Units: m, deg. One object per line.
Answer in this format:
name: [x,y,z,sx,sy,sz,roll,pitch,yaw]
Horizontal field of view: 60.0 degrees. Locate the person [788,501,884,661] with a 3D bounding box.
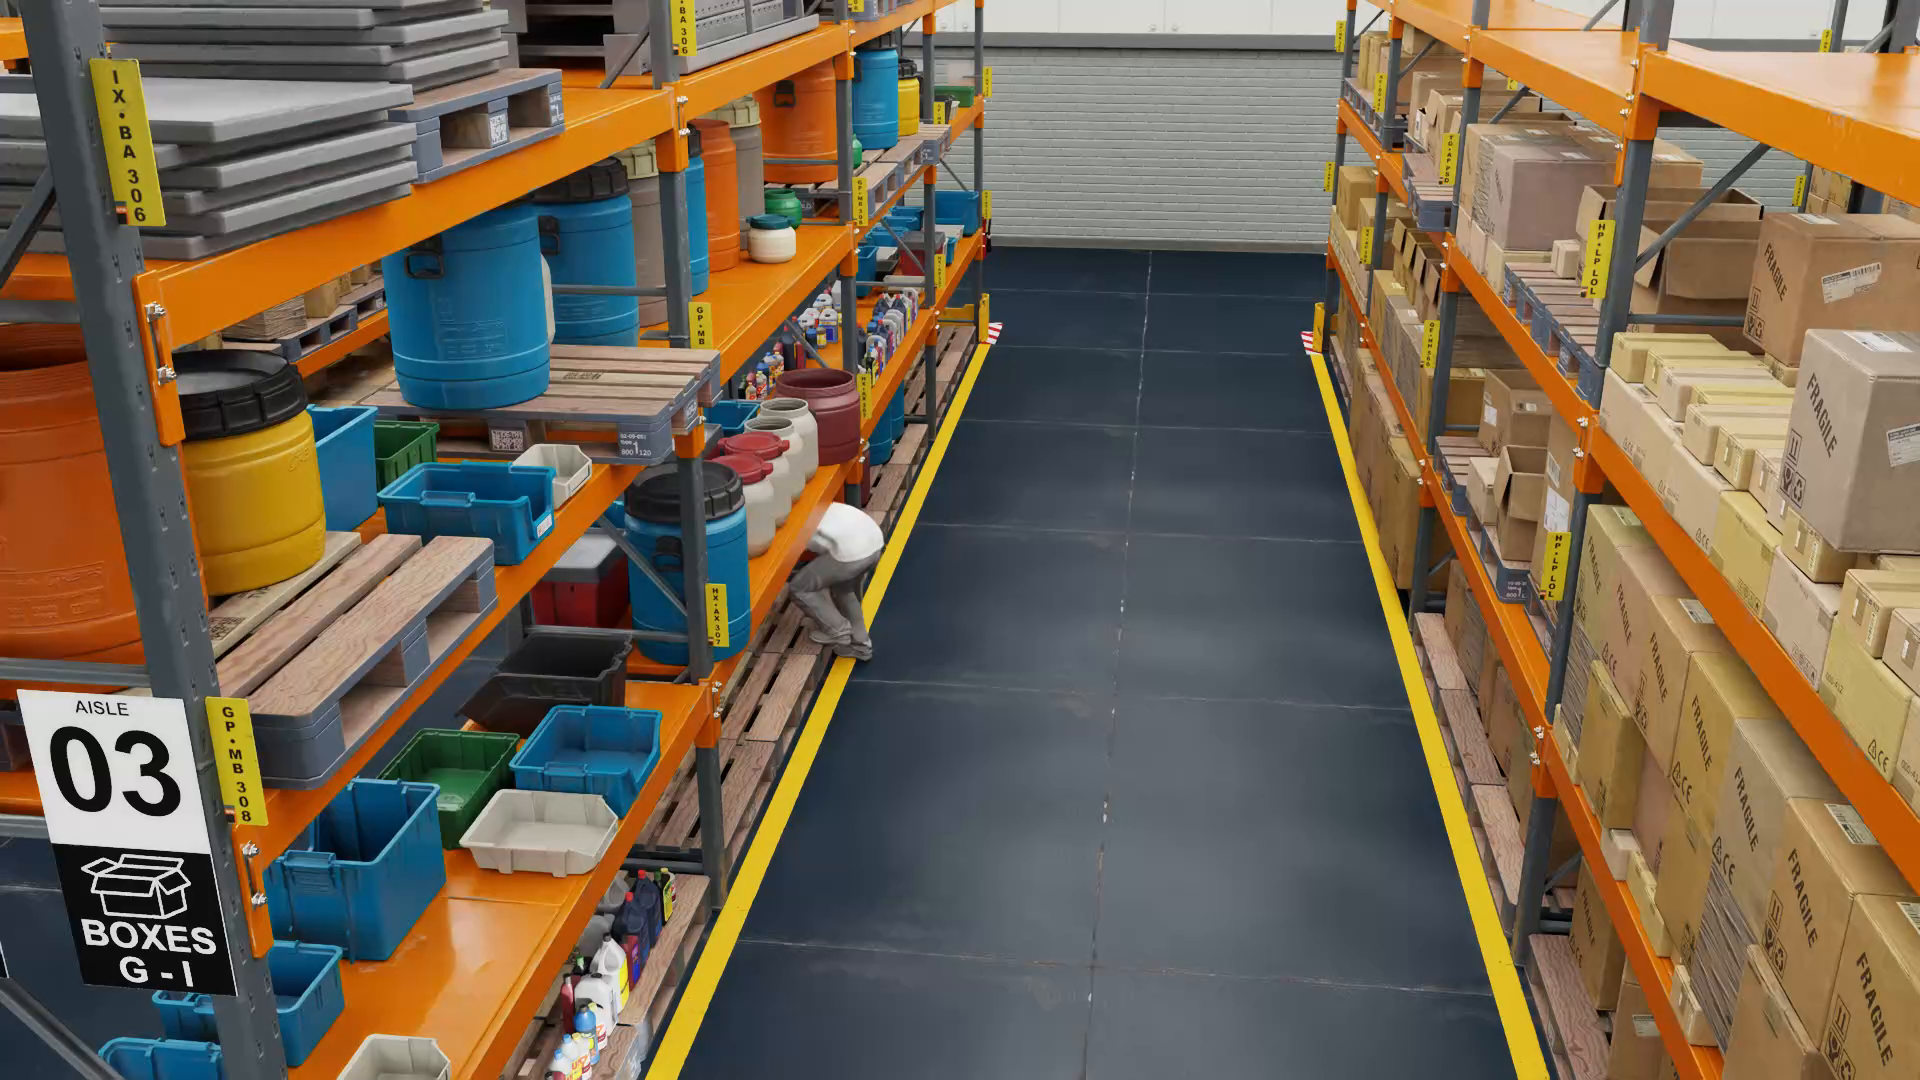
person: [-1.021,0.243,11.181,1.016,1.223,0.501,8,23,21]
